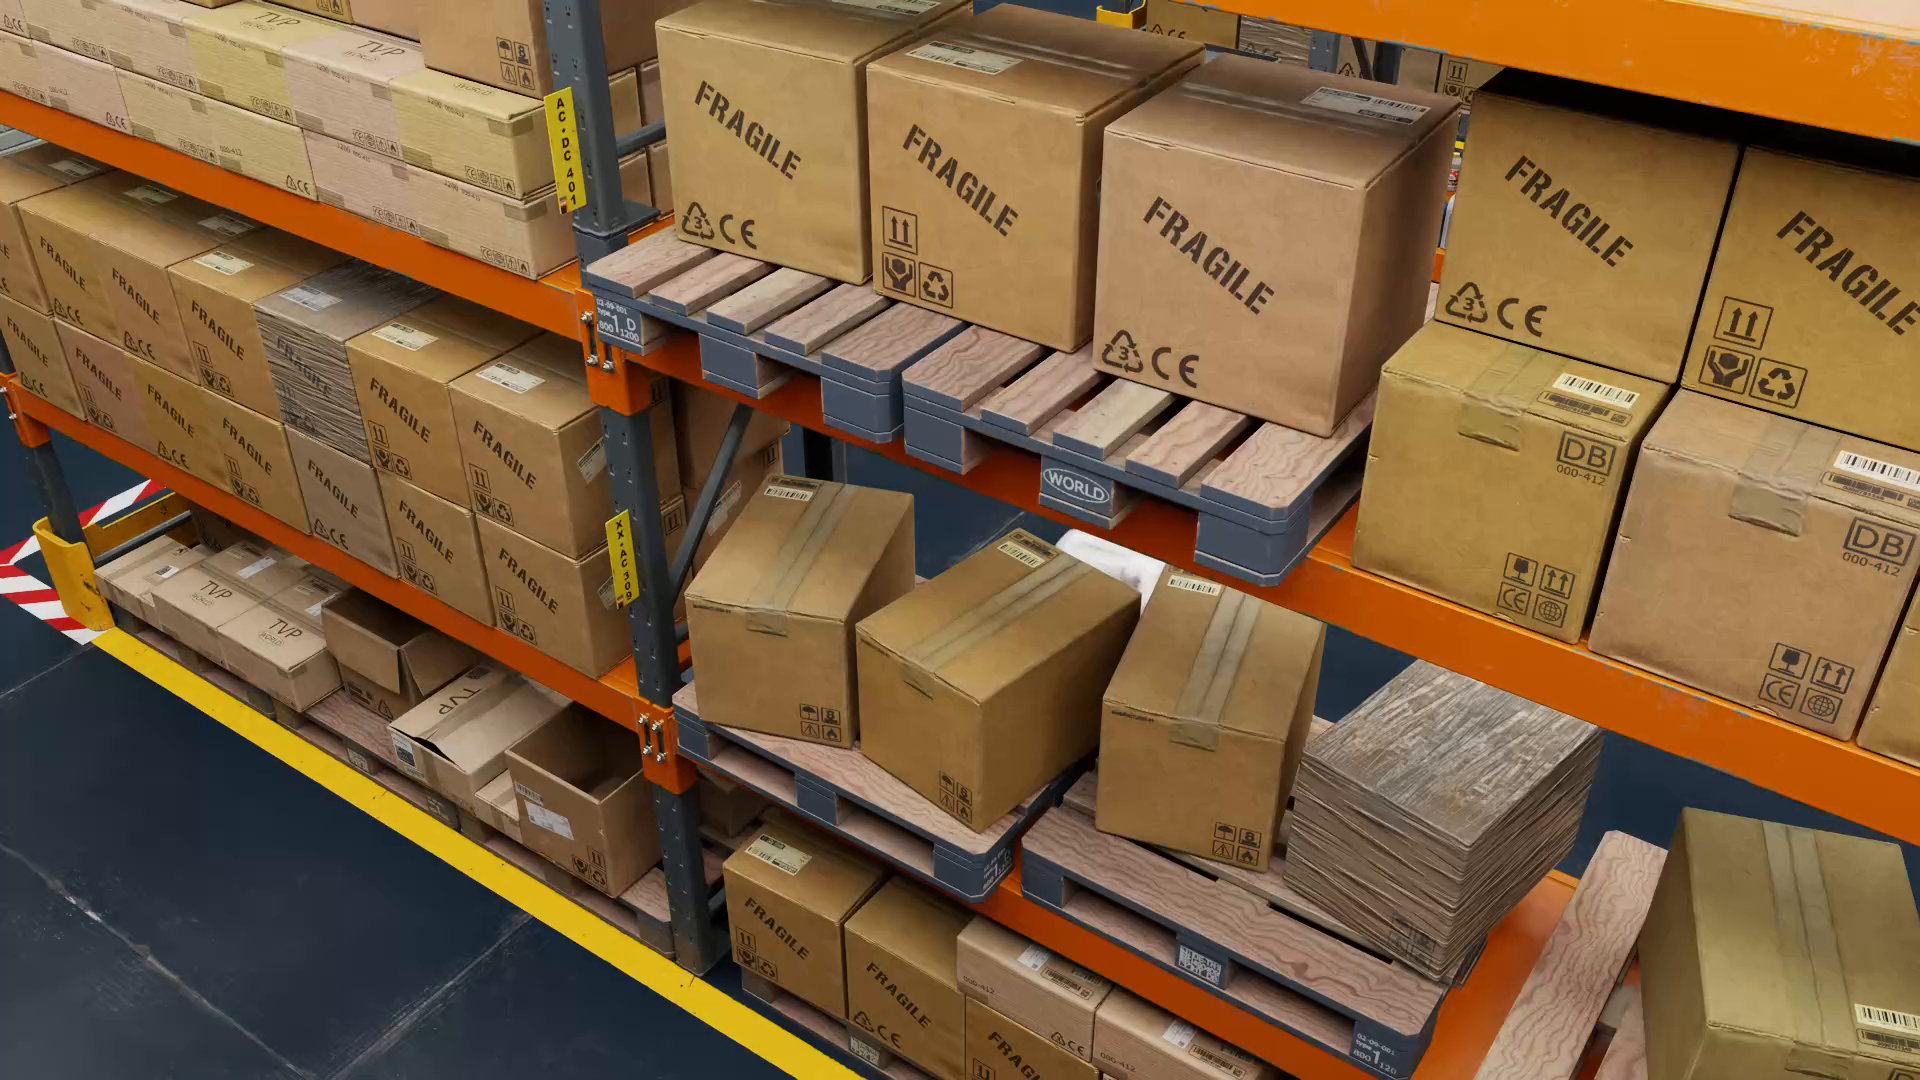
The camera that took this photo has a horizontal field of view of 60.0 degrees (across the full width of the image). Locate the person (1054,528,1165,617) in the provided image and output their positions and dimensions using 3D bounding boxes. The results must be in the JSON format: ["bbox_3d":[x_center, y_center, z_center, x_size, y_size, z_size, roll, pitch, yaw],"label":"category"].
[{"bbox_3d":[0.785,0.472,6.976,0.974,1.148,0.479,21,39,27],"label":"person"}]
